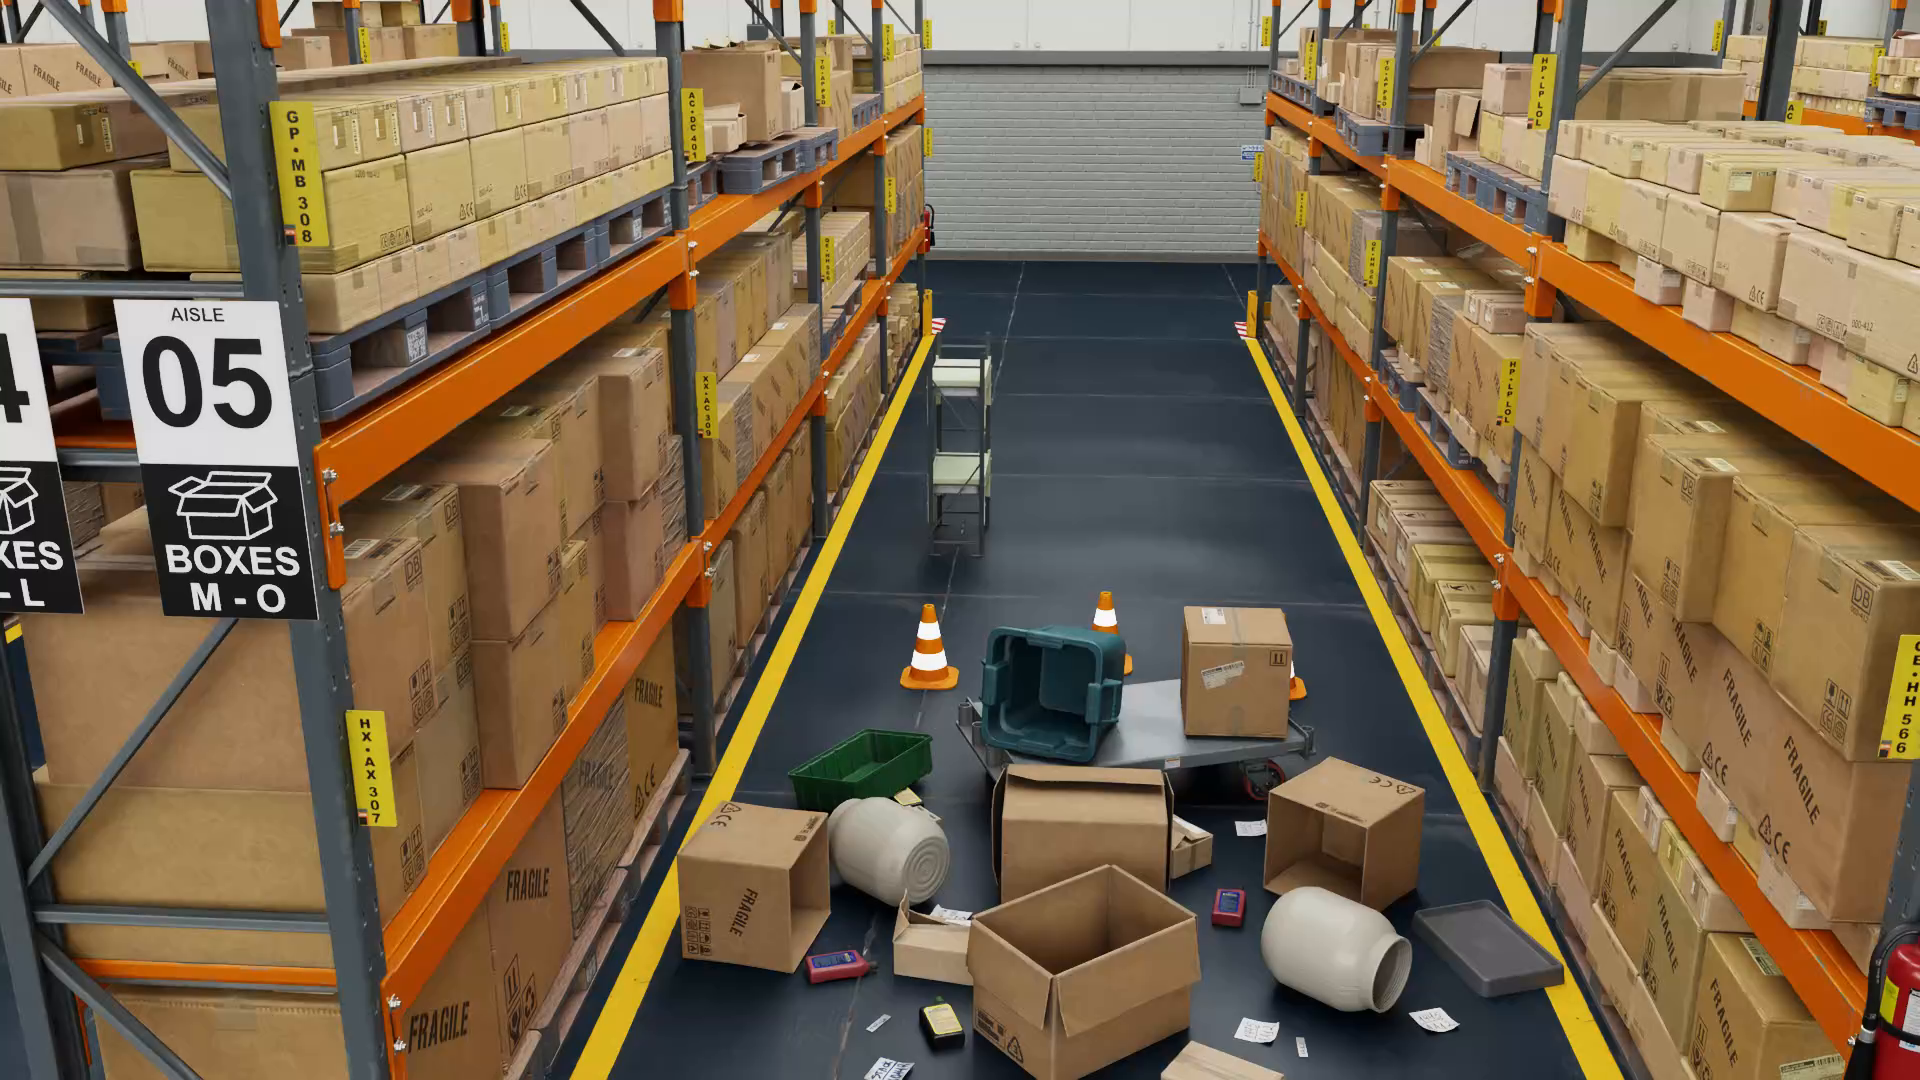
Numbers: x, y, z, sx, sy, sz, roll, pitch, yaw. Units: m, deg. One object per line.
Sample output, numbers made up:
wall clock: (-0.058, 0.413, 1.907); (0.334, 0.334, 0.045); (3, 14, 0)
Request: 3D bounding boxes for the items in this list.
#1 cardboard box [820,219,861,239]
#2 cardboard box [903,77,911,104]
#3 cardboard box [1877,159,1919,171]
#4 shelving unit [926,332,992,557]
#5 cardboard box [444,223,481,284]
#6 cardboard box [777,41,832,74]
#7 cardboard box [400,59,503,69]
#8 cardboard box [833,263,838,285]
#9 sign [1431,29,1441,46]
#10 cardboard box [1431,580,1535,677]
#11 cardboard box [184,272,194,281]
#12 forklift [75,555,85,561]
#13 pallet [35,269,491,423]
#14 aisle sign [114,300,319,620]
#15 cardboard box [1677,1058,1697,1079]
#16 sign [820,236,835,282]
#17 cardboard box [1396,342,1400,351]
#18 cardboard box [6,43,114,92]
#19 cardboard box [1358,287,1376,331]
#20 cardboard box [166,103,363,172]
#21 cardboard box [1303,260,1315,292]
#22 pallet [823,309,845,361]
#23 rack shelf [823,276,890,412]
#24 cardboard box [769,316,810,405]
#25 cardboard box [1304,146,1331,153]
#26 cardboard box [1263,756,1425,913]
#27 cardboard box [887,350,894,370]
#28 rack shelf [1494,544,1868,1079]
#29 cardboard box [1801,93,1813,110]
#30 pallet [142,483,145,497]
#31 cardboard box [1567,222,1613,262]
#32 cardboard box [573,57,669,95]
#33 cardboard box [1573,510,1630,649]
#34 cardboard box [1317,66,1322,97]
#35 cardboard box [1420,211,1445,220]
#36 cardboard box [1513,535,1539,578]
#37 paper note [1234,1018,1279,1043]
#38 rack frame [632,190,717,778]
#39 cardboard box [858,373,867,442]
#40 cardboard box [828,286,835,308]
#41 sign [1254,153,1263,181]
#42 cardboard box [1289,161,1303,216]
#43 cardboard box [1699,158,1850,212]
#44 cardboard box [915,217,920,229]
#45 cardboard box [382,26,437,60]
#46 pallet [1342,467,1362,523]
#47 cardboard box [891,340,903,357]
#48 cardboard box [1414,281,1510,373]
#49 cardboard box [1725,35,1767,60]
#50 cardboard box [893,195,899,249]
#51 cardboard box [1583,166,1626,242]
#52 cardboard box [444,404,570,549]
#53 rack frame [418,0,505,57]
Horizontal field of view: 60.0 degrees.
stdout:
cardboard box: (-1.082, -2.772, 14.839); (0.380, 0.149, 0.250); (1, 18, 2)
cardboard box: (-0.788, -4.673, 17.291); (0.500, 0.250, 0.500); (2, 18, 6)
cardboard box: (3.244, -1.158, 5.447); (0.380, 0.149, 0.250); (2, 18, 5)
shelving unit: (0.000, -0.711, 12.183); (0.431, 1.500, 0.755); (1, 18, 4)
cardboard box: (-1.672, -0.863, 4.990); (0.380, 0.149, 0.250); (1, 18, 4)
cardboard box: (-1.176, -3.656, 12.556); (0.396, 0.266, 0.258); (1, 18, 4)
cardboard box: (-2.165, -1.964, 7.071); (0.380, 0.149, 0.250); (1, 18, 3)
cardboard box: (-1.192, -2.150, 13.417); (0.380, 0.149, 0.250); (1, 18, 4)
sign: (4.277, -4.434, 14.985); (0.100, 0.325, 0.005); (1, 18, 4)
cardboard box: (3.245, 0.525, 9.550); (0.950, 0.372, 0.625); (2, 18, 7)
cardboard box: (-2.347, -0.797, 4.788); (0.380, 0.149, 0.250); (2, 18, 5)
forklift: (-4.777, -1.273, 11.600); (3.031, 2.935, 1.130); (-17, 24, -41)
pallet: (-2.027, -0.589, 4.728); (1.003, 0.211, 1.213); (1, 18, 4)
aisle sign: (-1.776, -0.181, 3.985); (0.394, 0.787, 0.004); (1, 18, 4)
cardboard box: (2.666, 1.947, 5.406); (0.500, 0.250, 0.500); (1, 18, 4)
sign: (-0.942, -1.998, 11.845); (0.100, 0.325, 0.005); (1, 18, 4)
cardboard box: (3.240, -1.364, 11.497); (0.380, 0.149, 0.250); (0, 18, 1)
cardboard box: (-6.221, -3.158, 11.464); (0.500, 0.500, 0.500); (2, 18, 5)
cardboard box: (3.230, -1.703, 12.240); (0.500, 0.250, 0.500); (1, 18, 4)
cardboard box: (-1.728, -1.003, 4.139); (0.380, 0.149, 0.250); (1, 18, 5)
cardboard box: (3.440, -2.421, 15.234); (0.500, 0.250, 0.500); (1, 18, 3)
pallet: (-1.551, -1.592, 12.772); (1.213, 0.211, 1.003); (1, 18, 4)
rack shelf: (-1.353, -1.739, 14.067); (1.077, 0.370, 4.000); (1, 18, 4)
cardboard box: (-1.298, -1.206, 11.126); (0.500, 0.500, 0.500); (1, 18, 4)
cardboard box: (3.595, -3.792, 16.370); (0.380, 0.149, 0.250); (1, 18, 3)
cardboard box: (1.728, 1.351, 7.493); (0.500, 0.500, 0.500); (17, 25, 41)
cardboard box: (-0.864, -1.793, 16.505); (0.380, 0.149, 0.250); (2, 18, 6)
rack shelf: (3.018, 0.825, 6.243); (1.077, 0.370, 4.000); (1, 18, 4)
cardboard box: (8.548, -4.333, 16.417); (0.380, 0.149, 0.250); (1, 18, 4)
pallet: (-6.305, -0.520, 13.670); (1.003, 0.211, 1.213); (1, 18, 4)
cardboard box: (2.817, -1.273, 7.076); (0.380, 0.149, 0.250); (1, 18, 4)
cardboard box: (-1.491, -2.028, 7.267); (0.380, 0.149, 0.250); (1, 18, 3)
cardboard box: (2.790, 0.116, 6.615); (0.500, 0.500, 0.500); (1, 18, 3)
cardboard box: (3.350, -4.036, 14.648); (0.396, 0.266, 0.258); (1, 18, 3)
cardboard box: (3.753, -2.205, 12.569); (0.500, 0.500, 0.500); (1, 18, 4)
cardboard box: (2.819, 0.072, 7.789); (0.380, 0.149, 0.250); (1, 18, 4)
paper note: (1.168, 1.922, 6.526); (0.148, 0.019, 0.142); (8, 20, 23)
rack frame: (-1.783, -0.217, 8.268); (1.000, 3.000, 0.127); (1, 18, 4)
cardboard box: (-1.090, -1.159, 14.484); (0.500, 0.500, 0.500); (1, 18, 3)
cardboard box: (-1.207, -1.925, 13.210); (0.380, 0.149, 0.250); (2, 18, 6)
sign: (3.469, -4.328, 19.297); (0.100, 0.325, 0.005); (1, 18, 4)
cardboard box: (3.538, -3.455, 16.385); (0.500, 0.500, 0.500); (1, 18, 3)
cardboard box: (2.681, -1.169, 5.480); (0.380, 0.149, 0.250); (2, 18, 5)
cardboard box: (-0.664, -3.717, 19.353); (0.380, 0.149, 0.250); (1, 18, 4)
cardboard box: (-5.931, -5.134, 17.462); (0.700, 0.500, 0.500); (2, 18, 6)
pallet: (3.580, -0.298, 12.995); (1.003, 0.211, 1.213); (1, 18, 4)
cardboard box: (-0.810, -2.056, 17.785); (0.380, 0.149, 0.250); (1, 18, 2)
cardboard box: (3.123, -1.307, 10.282); (0.500, 0.500, 0.500); (2, 18, 5)
cardboard box: (8.691, -5.356, 18.095); (0.500, 0.250, 0.500); (1, 18, 3)
cardboard box: (-0.894, -3.193, 16.711); (0.500, 0.500, 0.500); (1, 18, 4)
cardboard box: (2.829, -1.343, 6.649); (0.500, 0.250, 0.500); (1, 18, 3)
cardboard box: (-1.973, -0.185, 6.195); (0.875, 0.550, 0.500); (1, 18, 4)
rack frame: (-5.863, -6.937, 19.142); (1.000, 3.000, 0.127); (1, 18, 4)
